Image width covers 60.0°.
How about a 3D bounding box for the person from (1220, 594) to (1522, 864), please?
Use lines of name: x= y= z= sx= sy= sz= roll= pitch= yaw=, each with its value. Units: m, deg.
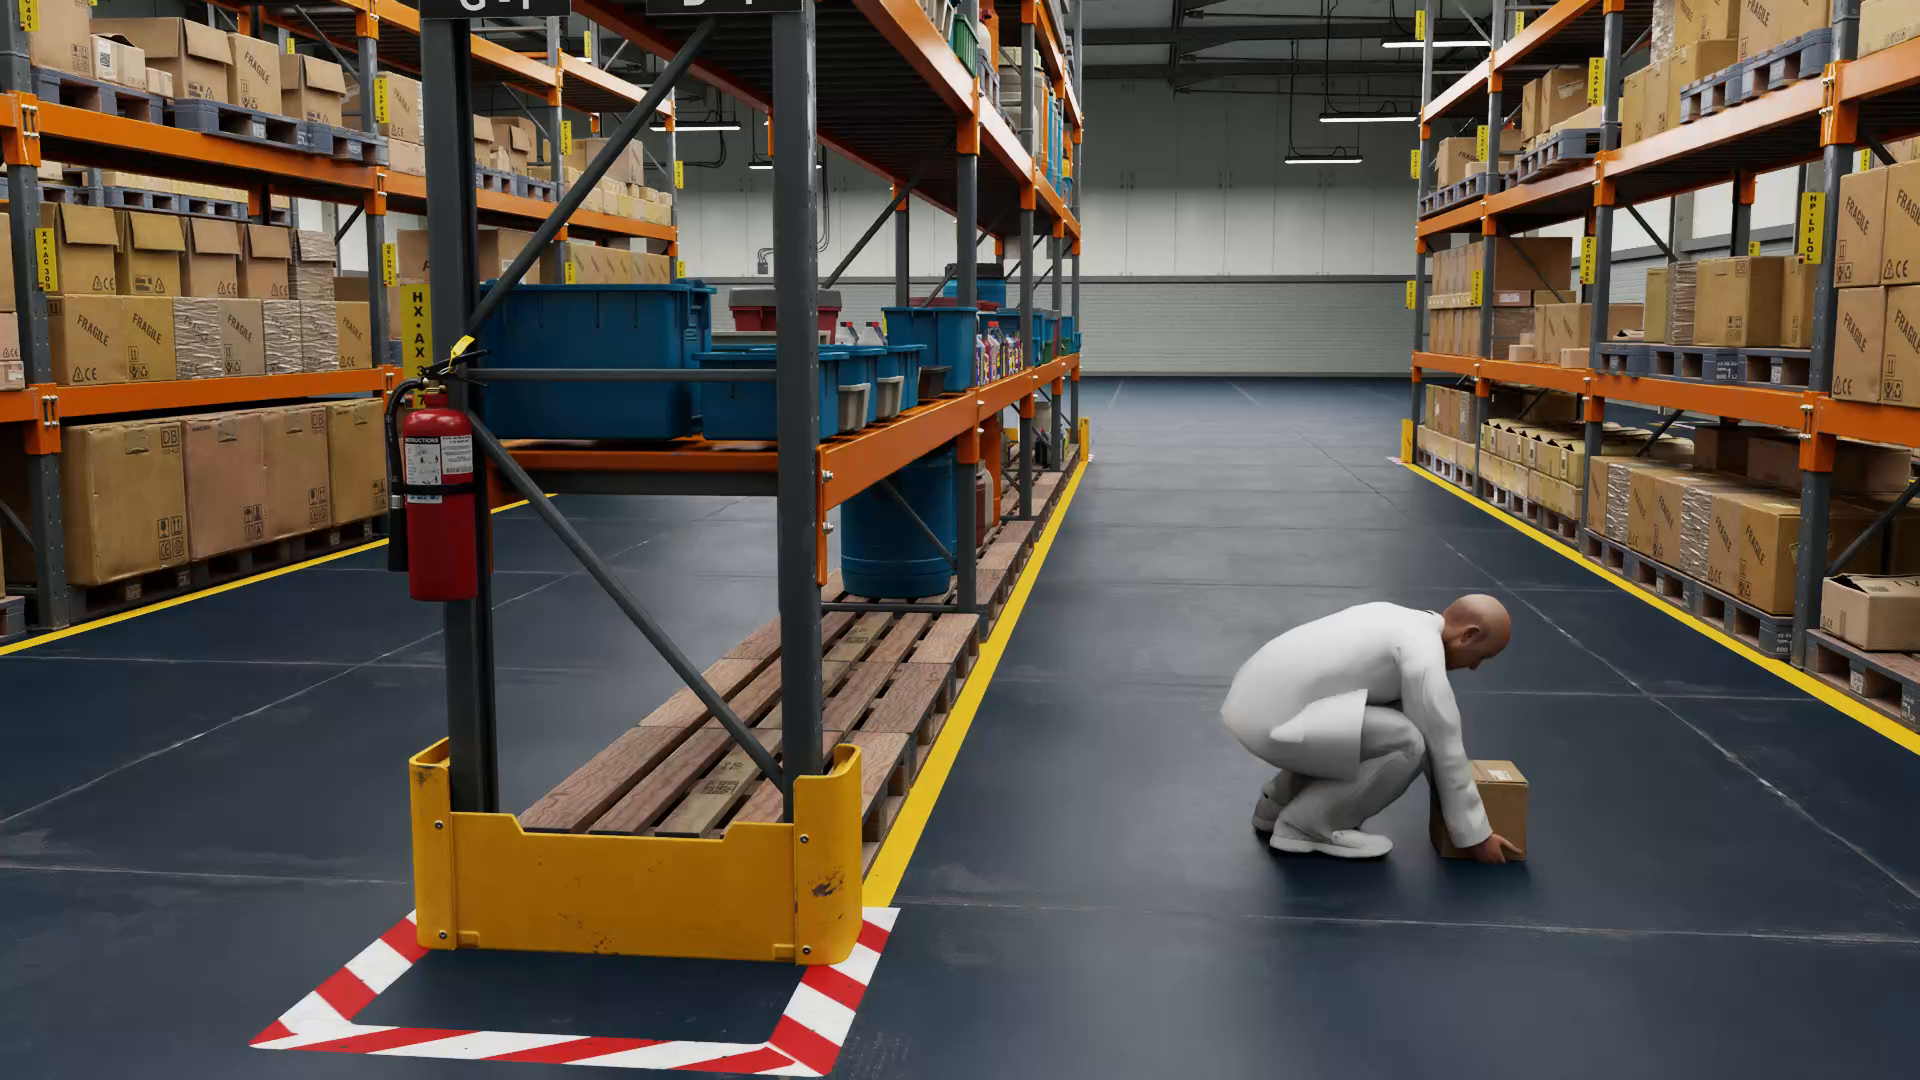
person: x=1.286 y=0.634 z=5.256 sx=0.917 sy=0.857 sz=0.580 roll=1 pitch=7 yaw=6
